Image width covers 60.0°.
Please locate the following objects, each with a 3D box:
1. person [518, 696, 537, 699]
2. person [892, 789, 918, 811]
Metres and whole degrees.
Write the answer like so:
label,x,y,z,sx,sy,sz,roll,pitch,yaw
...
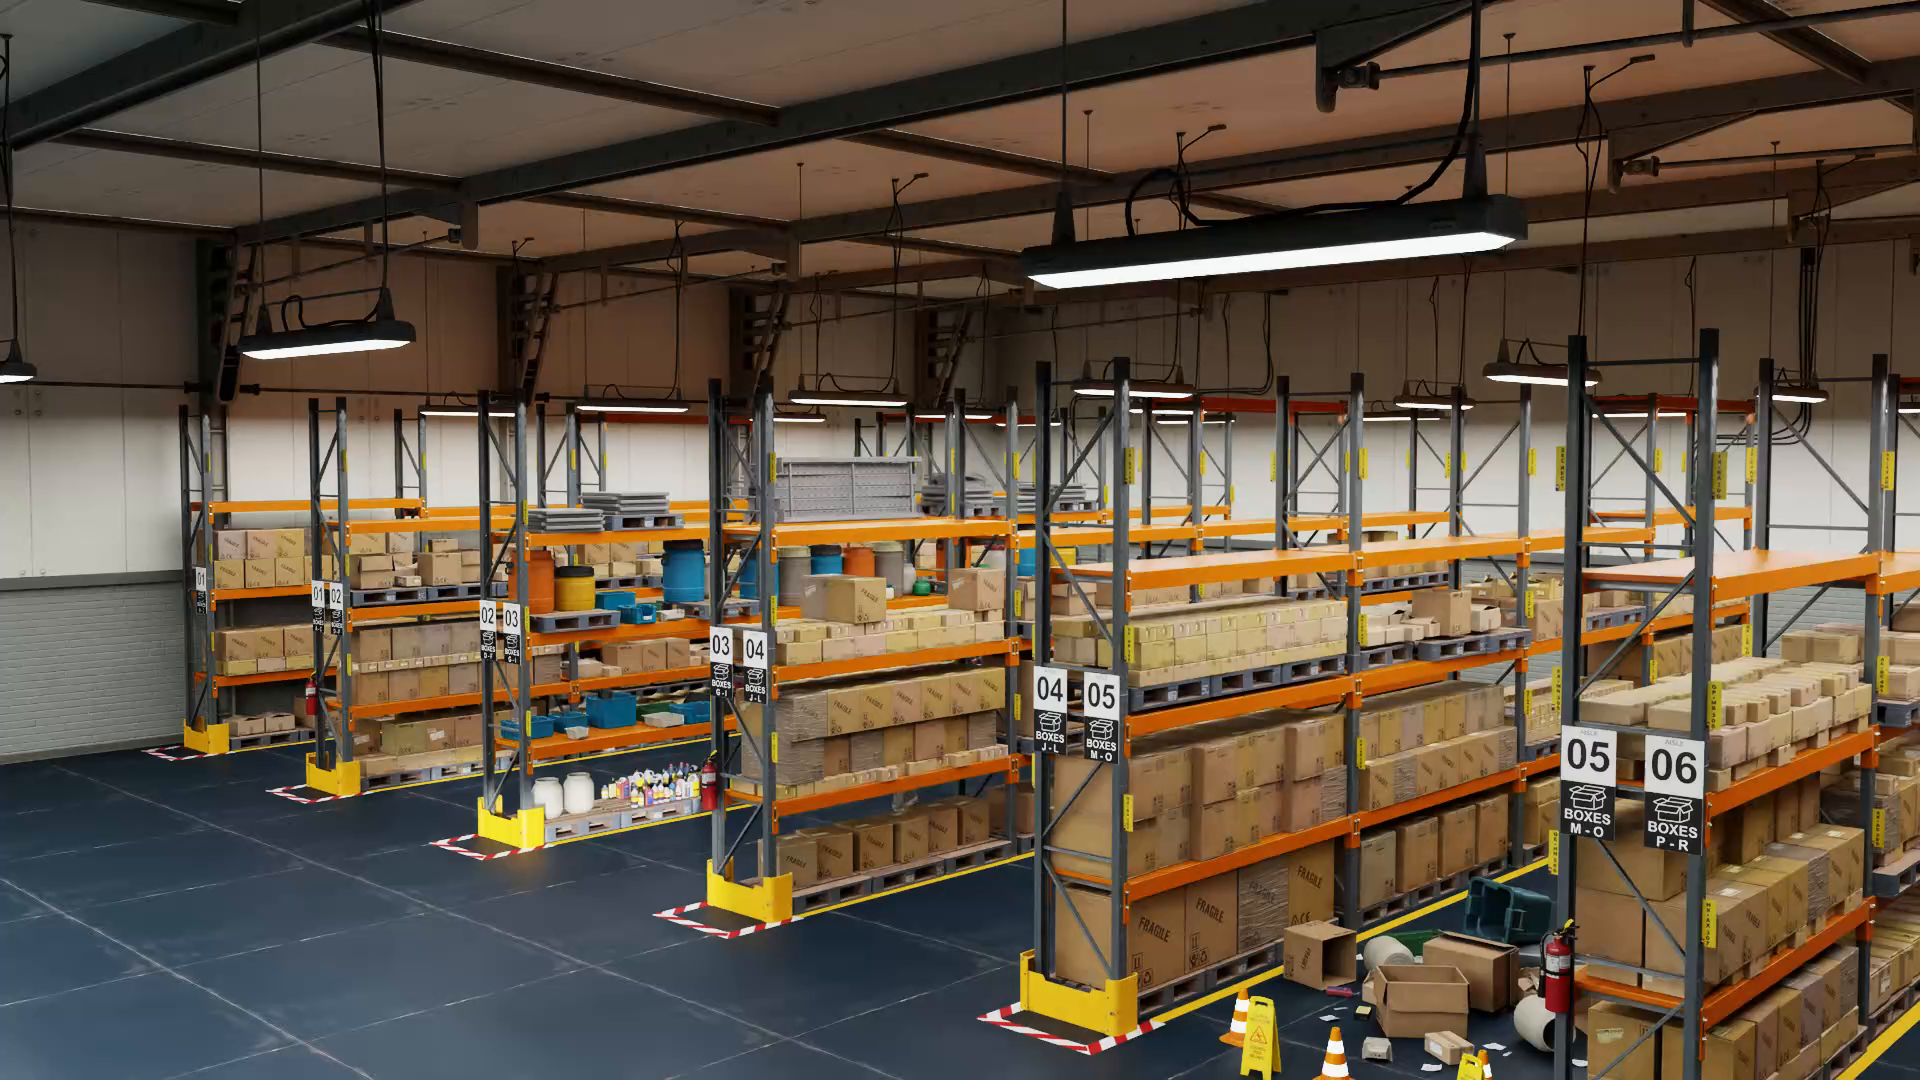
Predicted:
label,x,y,z,sx,sy,sz,roll,pitch,yaw
person,-7.704,2.769,29.742,0.627,1.680,0.638,3,4,41
person,-0.829,3.079,23.691,0.554,1.731,0.797,2,4,36
